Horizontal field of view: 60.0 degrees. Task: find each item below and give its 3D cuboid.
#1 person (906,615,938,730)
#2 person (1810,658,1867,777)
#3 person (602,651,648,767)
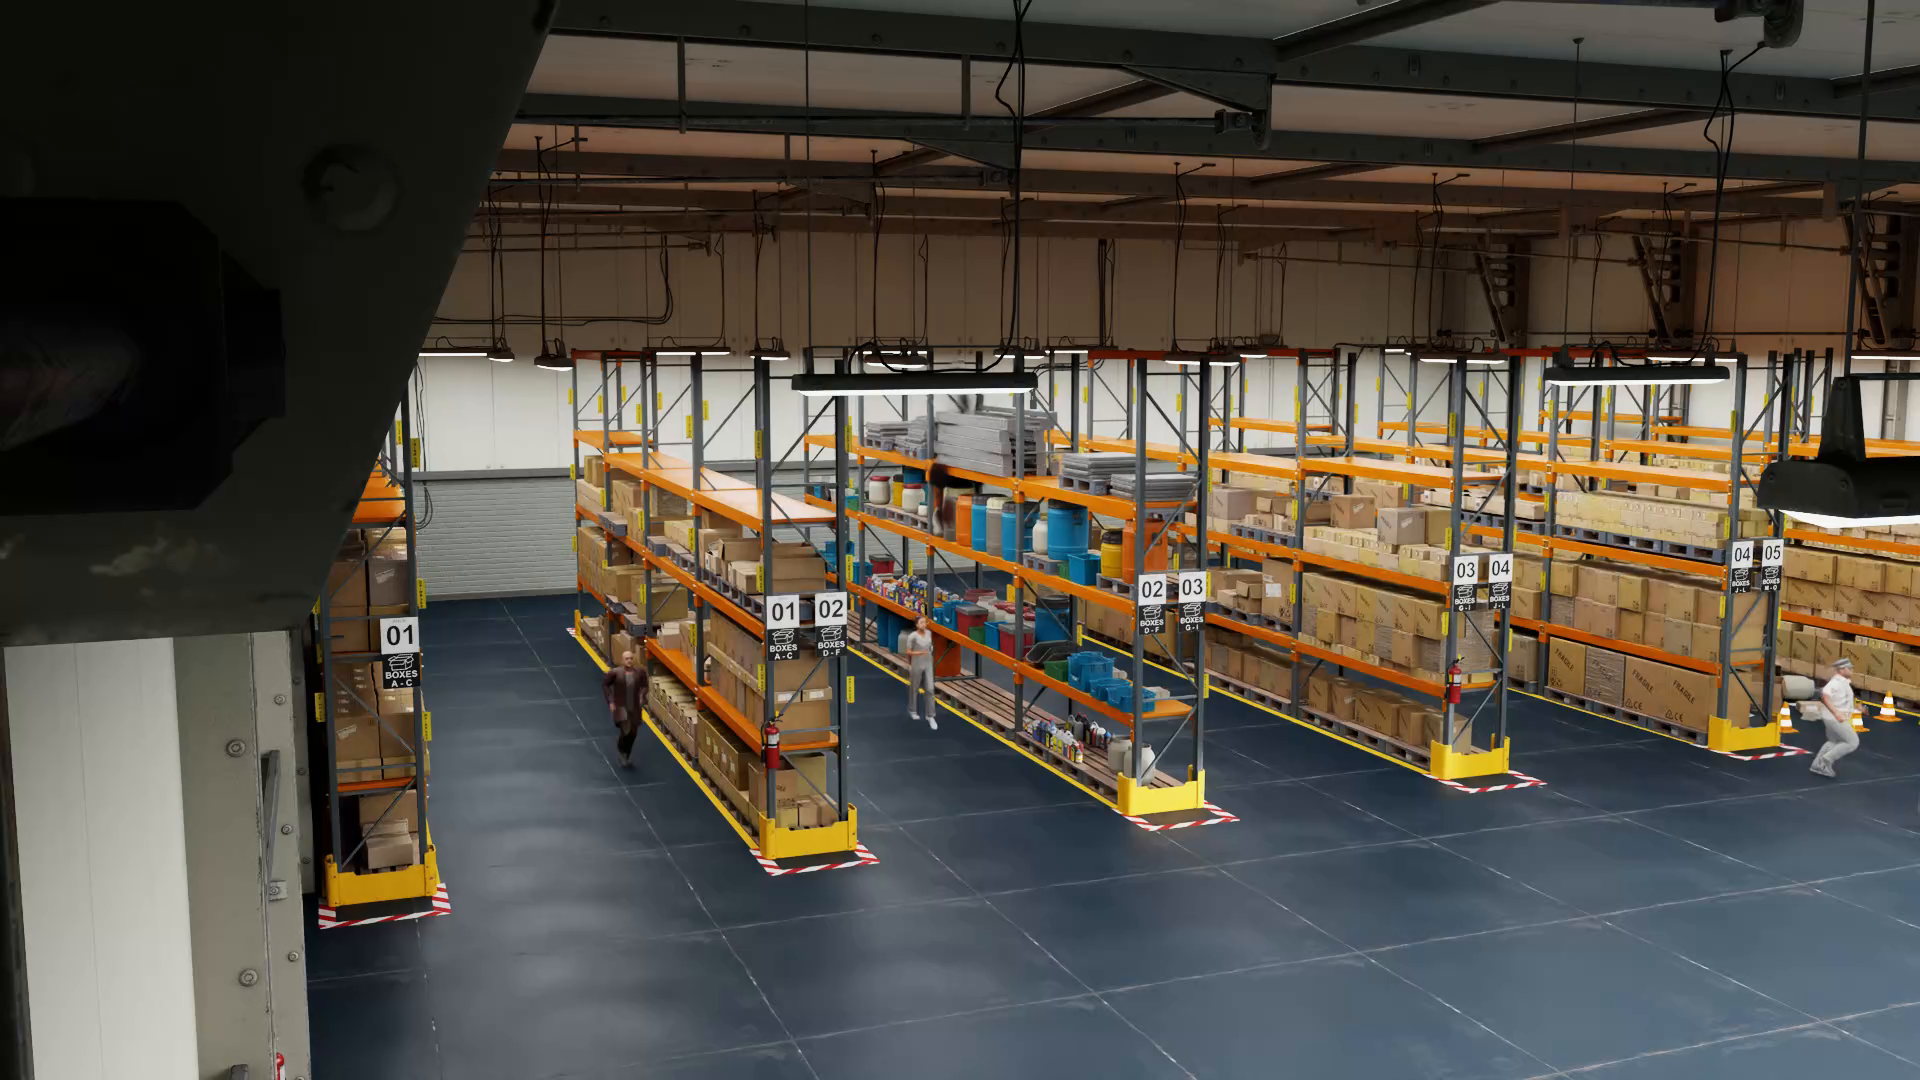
[{"bbox_3d":[-0.608,2.019,25.767,0.551,1.755,0.748,-4,8,-27],"label":"person"},{"bbox_3d":[12.550,2.530,23.717,0.666,1.735,0.607,4,8,29],"label":"person"},{"bbox_3d":[-4.832,2.461,24.197,0.627,1.723,0.758,-4,8,-30],"label":"person"}]
